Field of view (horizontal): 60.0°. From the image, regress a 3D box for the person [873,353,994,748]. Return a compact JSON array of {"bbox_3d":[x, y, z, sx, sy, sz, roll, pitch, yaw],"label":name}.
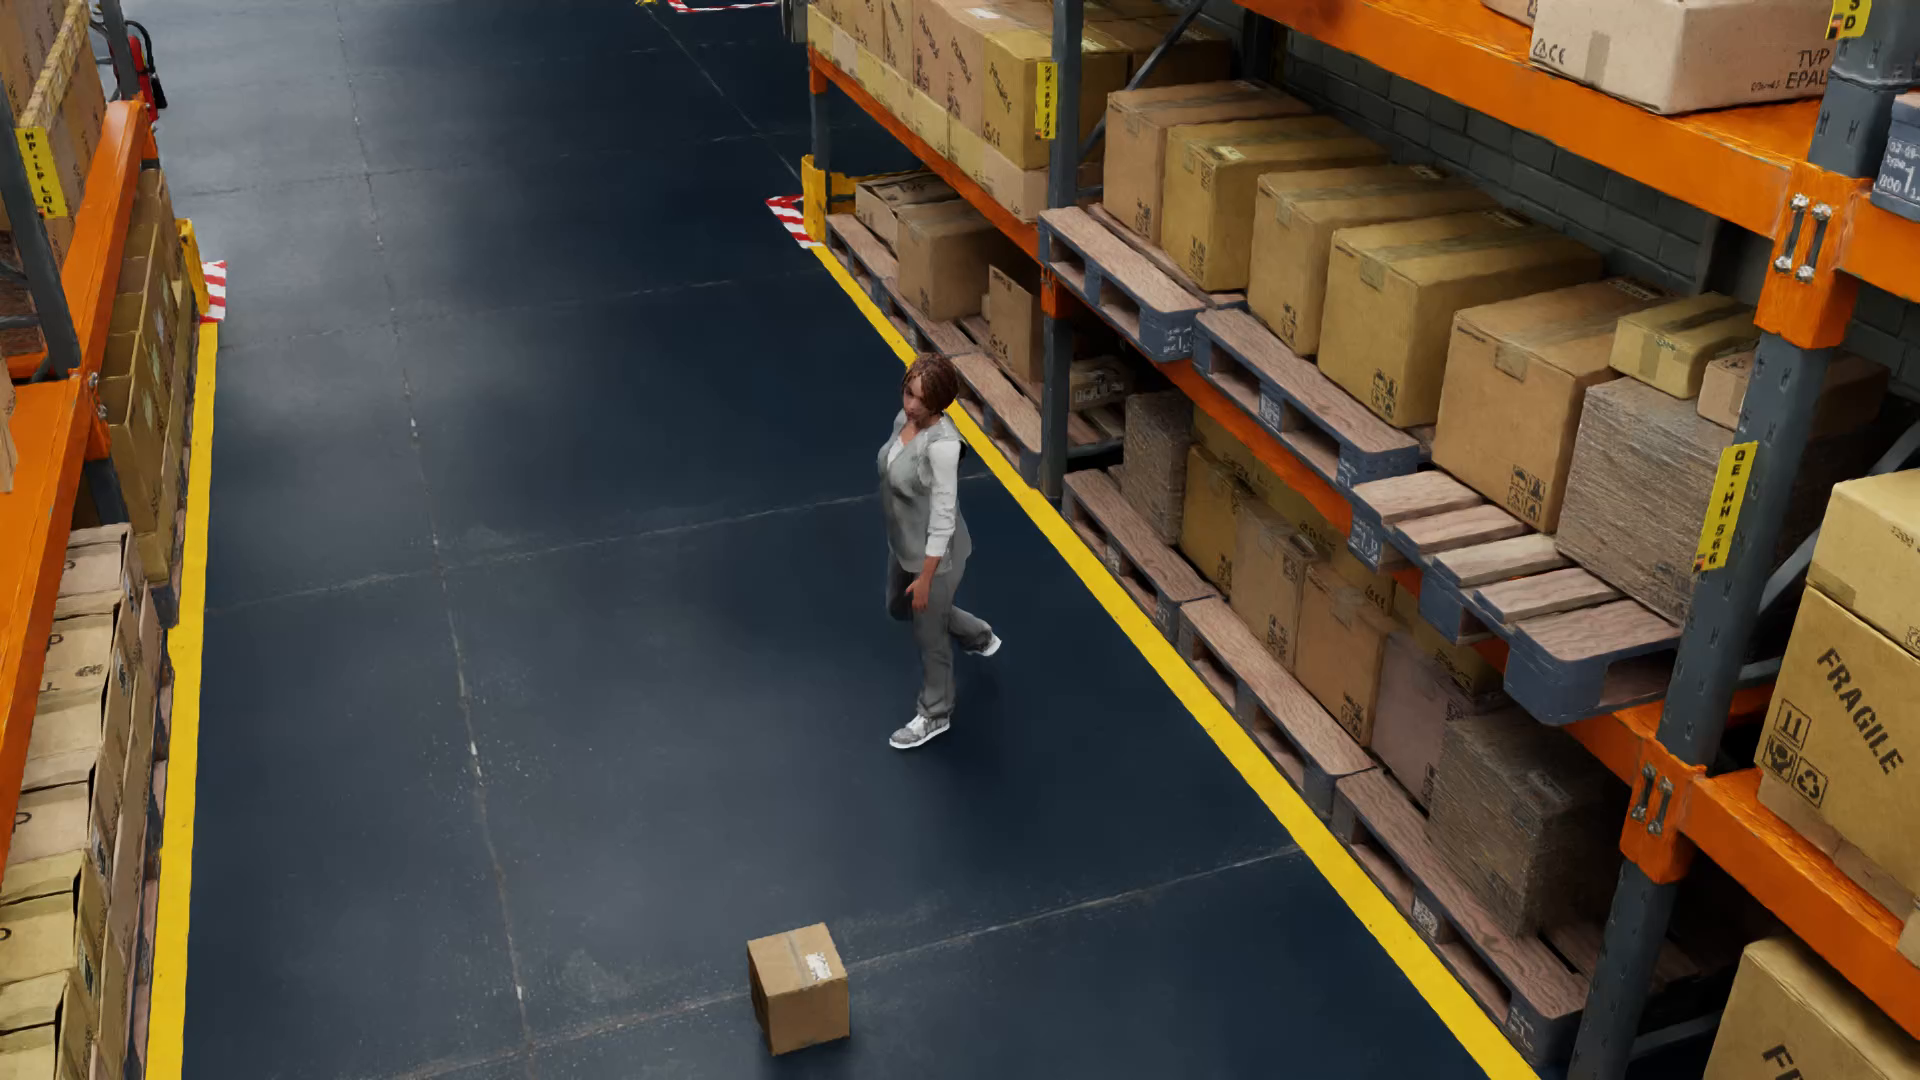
[{"bbox_3d":[-0.068,0.011,6.114,0.524,1.592,0.579,-13,33,-21],"label":"person"}]
